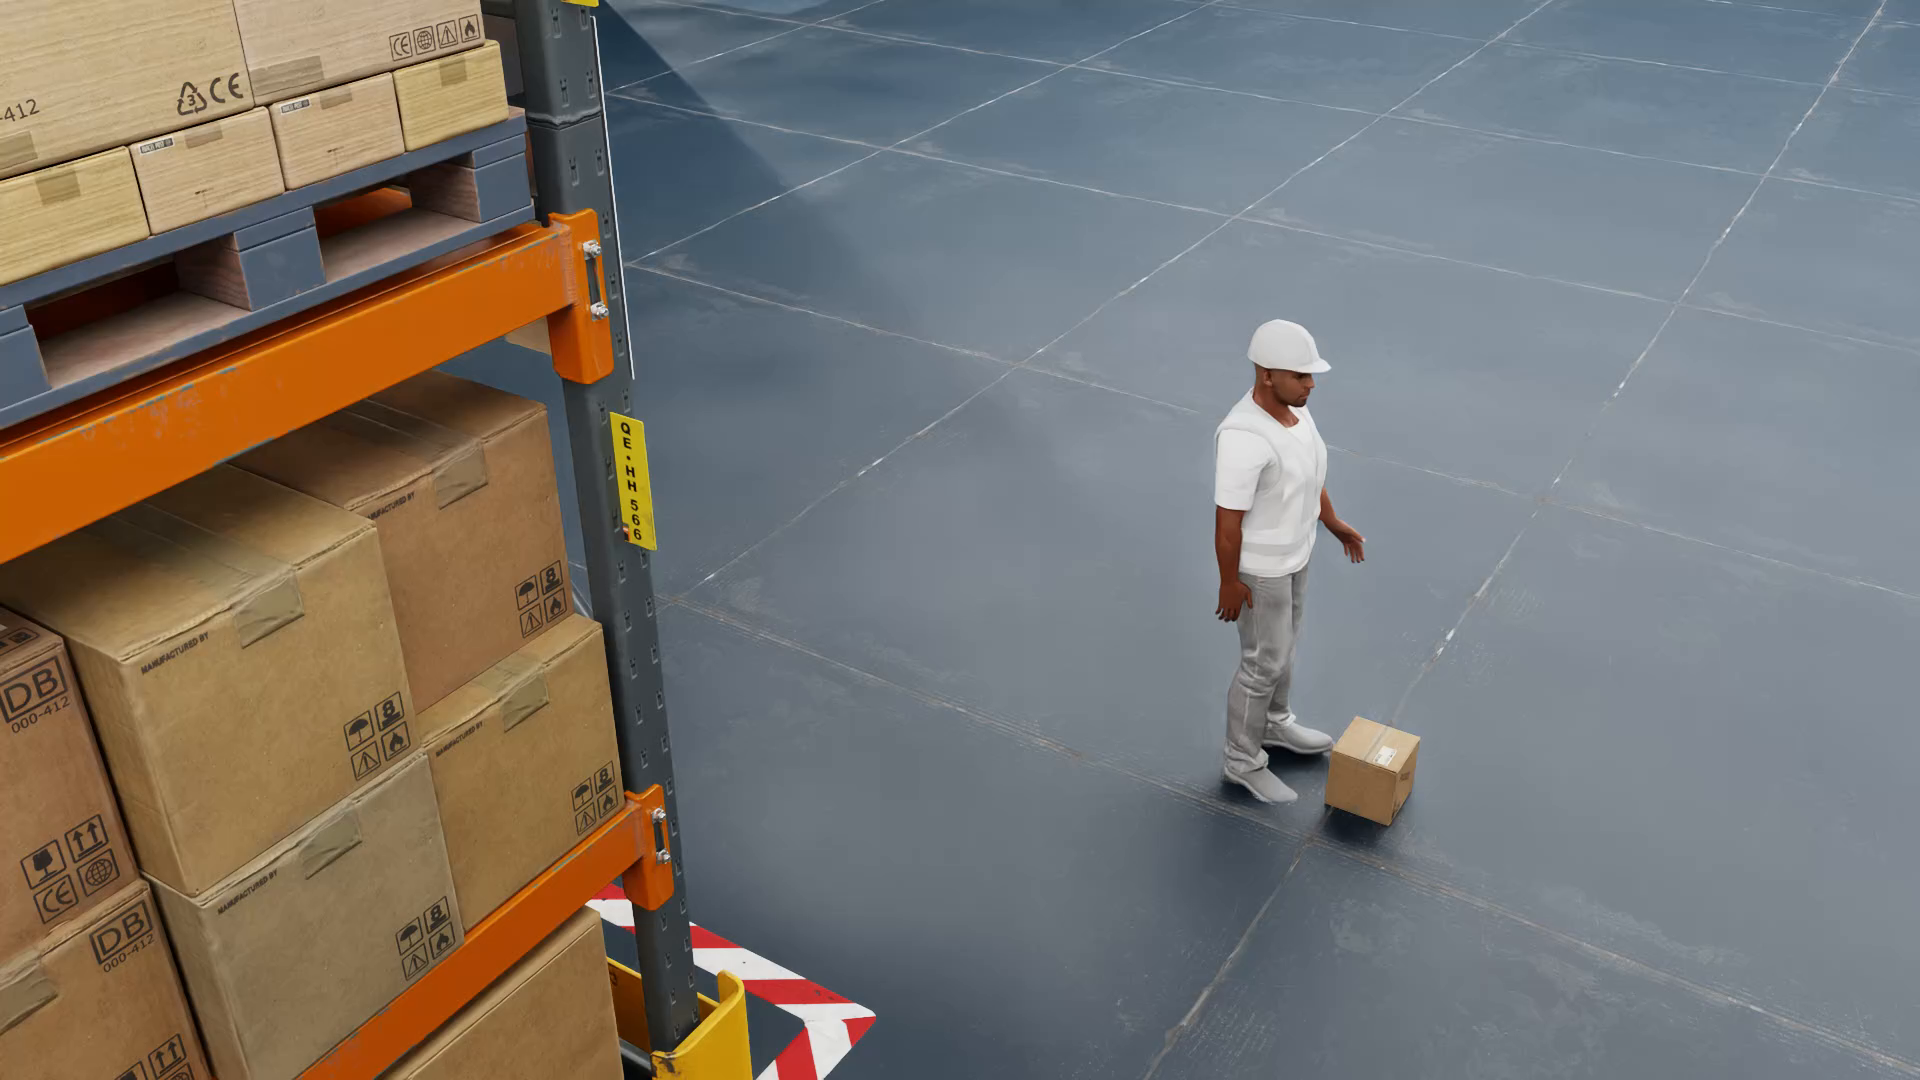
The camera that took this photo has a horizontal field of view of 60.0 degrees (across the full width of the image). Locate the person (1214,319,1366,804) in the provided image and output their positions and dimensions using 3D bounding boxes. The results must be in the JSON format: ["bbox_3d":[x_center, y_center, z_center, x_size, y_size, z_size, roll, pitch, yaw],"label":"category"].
[{"bbox_3d":[1.162,0.078,5.974,0.491,1.808,0.590,14,33,23],"label":"person"}]
